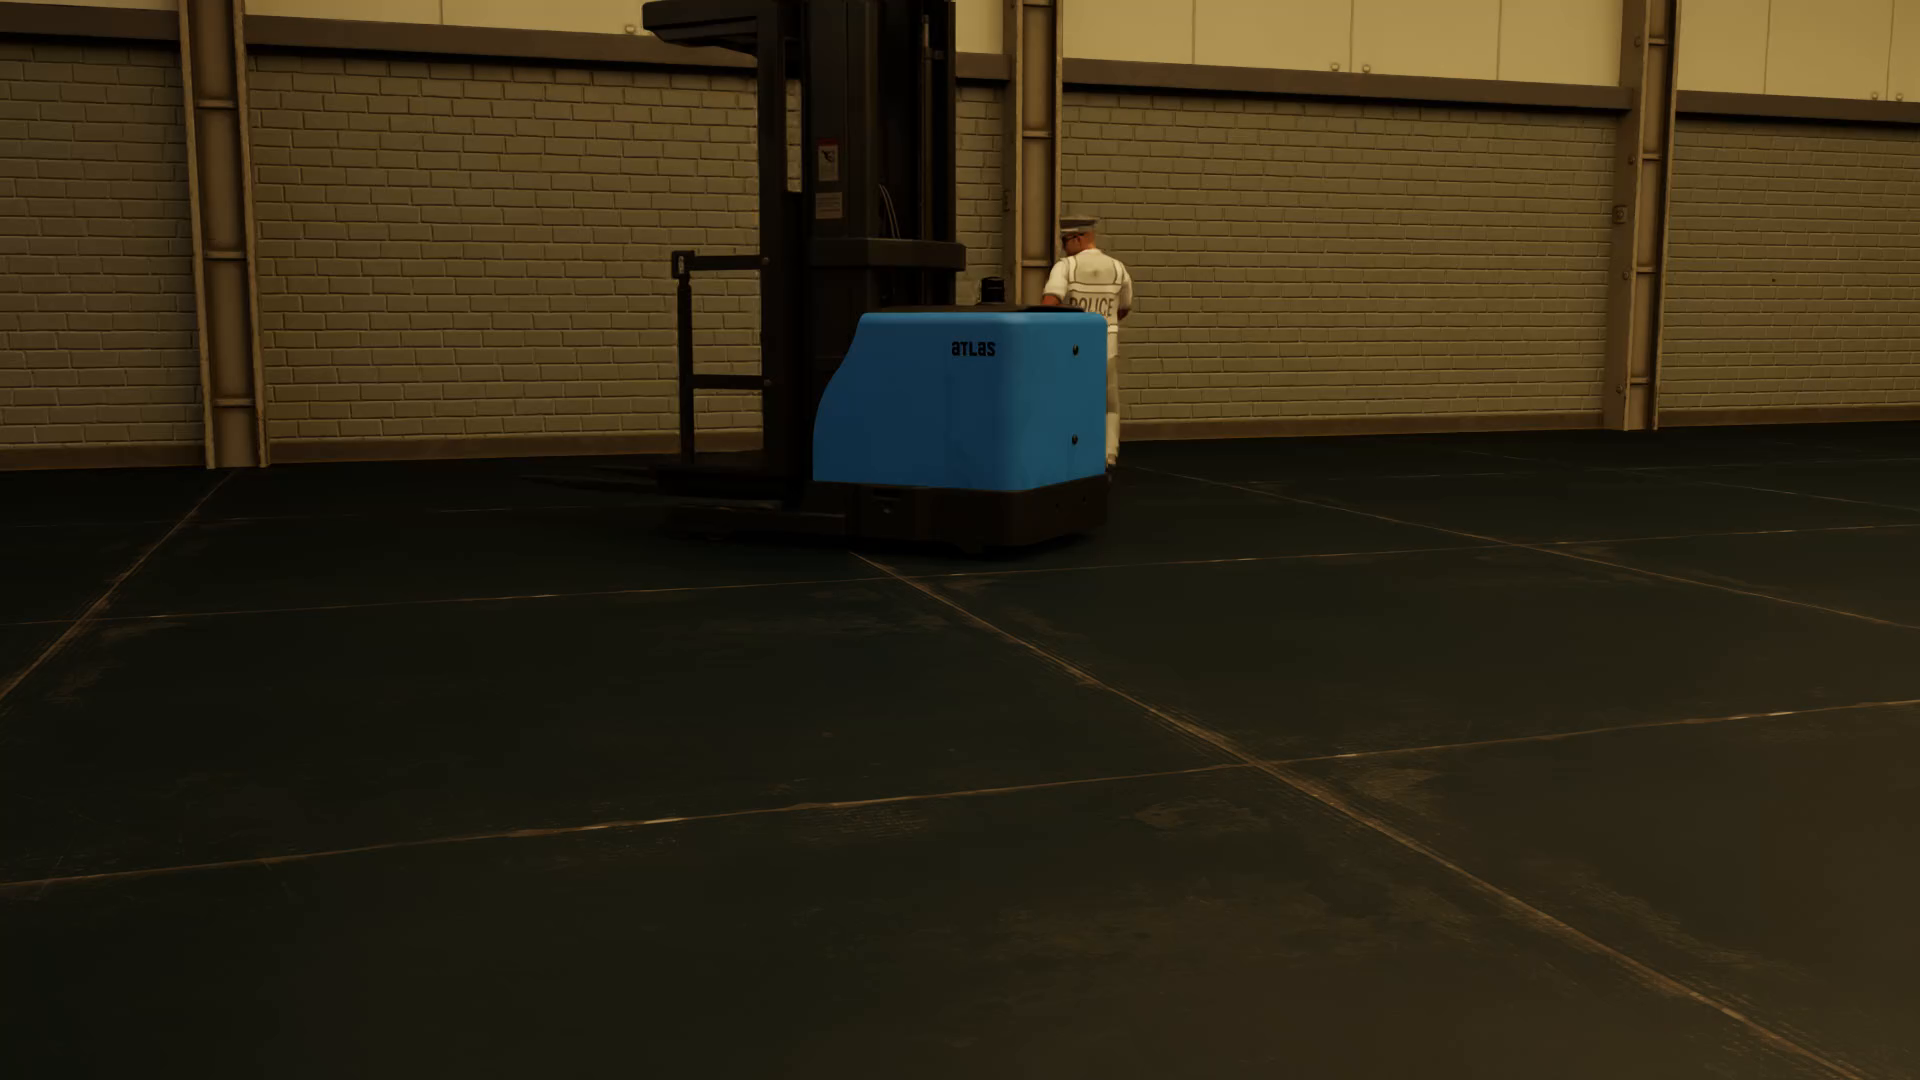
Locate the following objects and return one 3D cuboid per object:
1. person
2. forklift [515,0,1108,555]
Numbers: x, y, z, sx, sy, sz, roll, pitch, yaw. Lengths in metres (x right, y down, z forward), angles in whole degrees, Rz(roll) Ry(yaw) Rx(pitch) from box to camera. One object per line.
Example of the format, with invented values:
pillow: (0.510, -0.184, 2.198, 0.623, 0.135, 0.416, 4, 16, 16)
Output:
person: (0.740, -1.136, 10.162, 0.628, 1.674, 0.779, 0, 8, 0)
forklift: (-0.834, -1.505, 8.111, 3.031, 2.935, 1.130, 4, 9, 28)
